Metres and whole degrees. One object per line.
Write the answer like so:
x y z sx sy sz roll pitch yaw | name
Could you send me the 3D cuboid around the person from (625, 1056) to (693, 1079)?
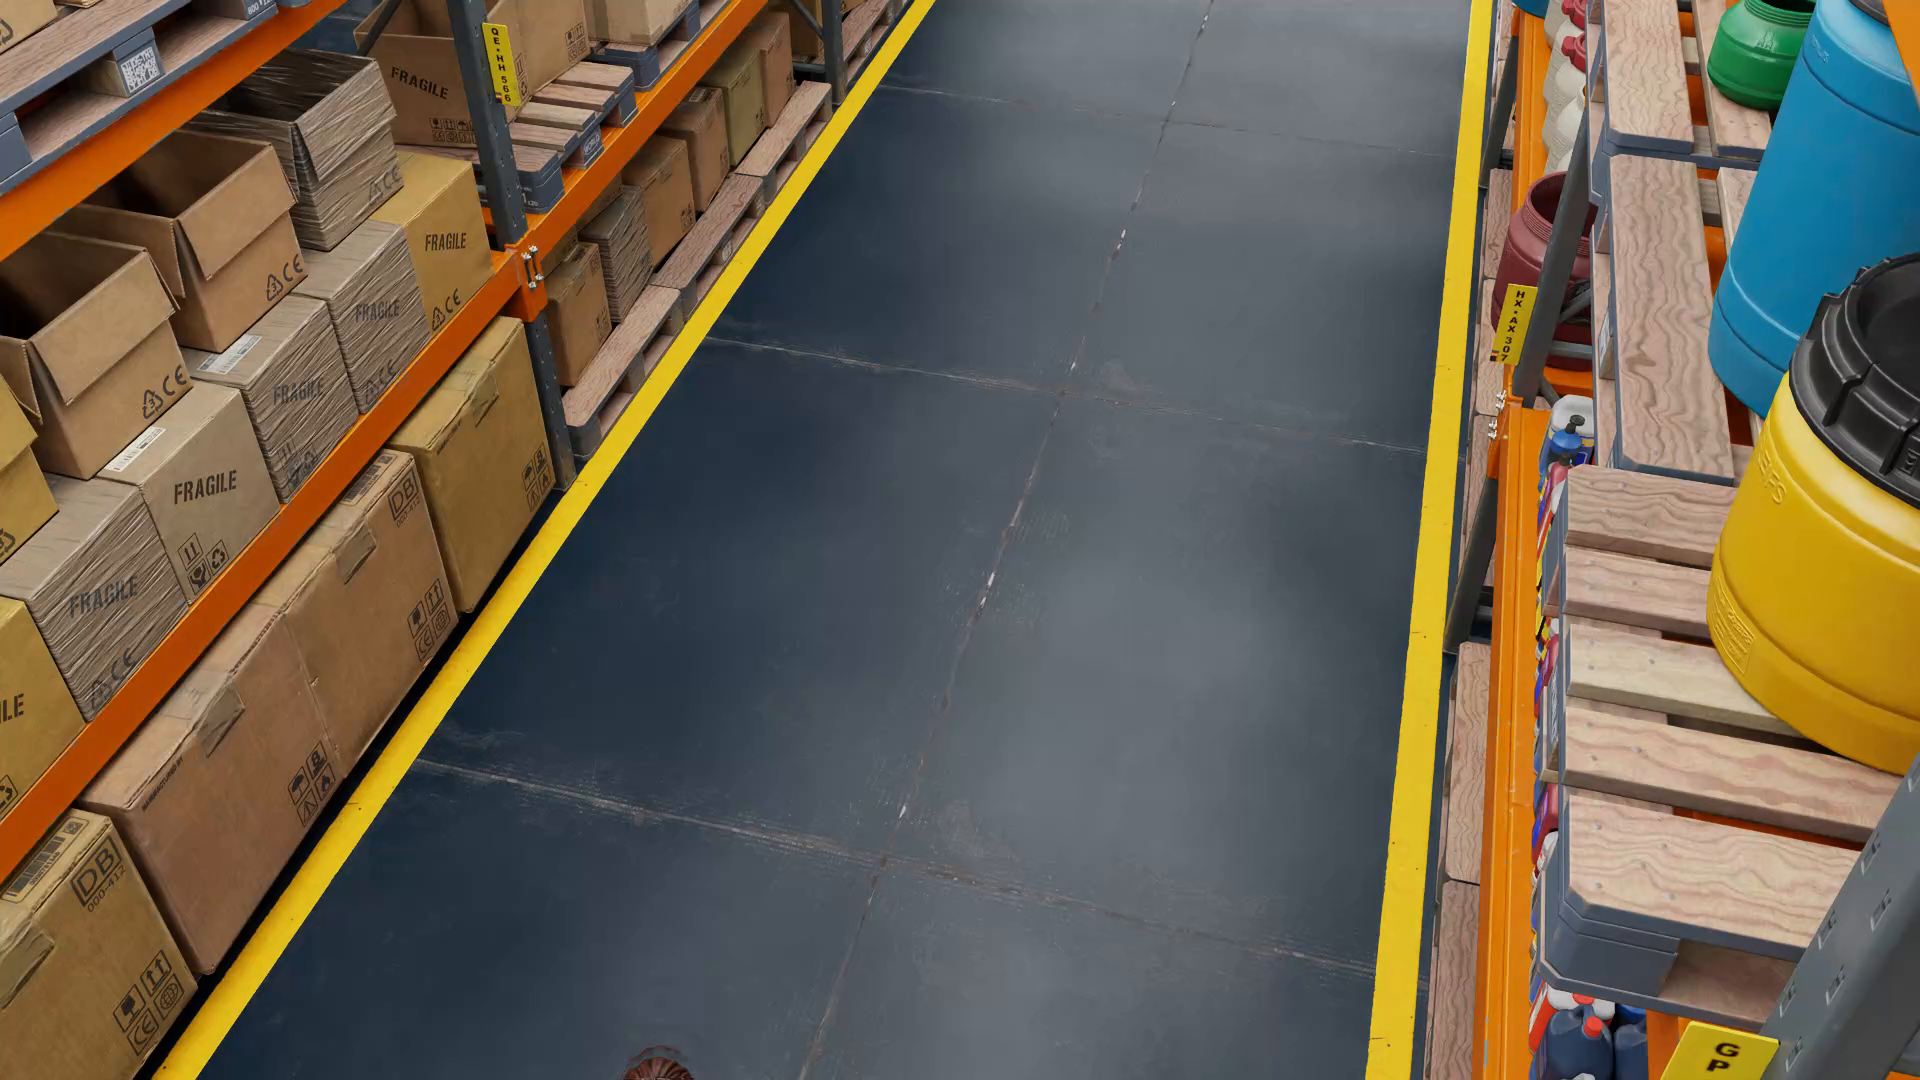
-0.691 1.835 4.060 0.450 1.614 1.027 7 42 8 | person
